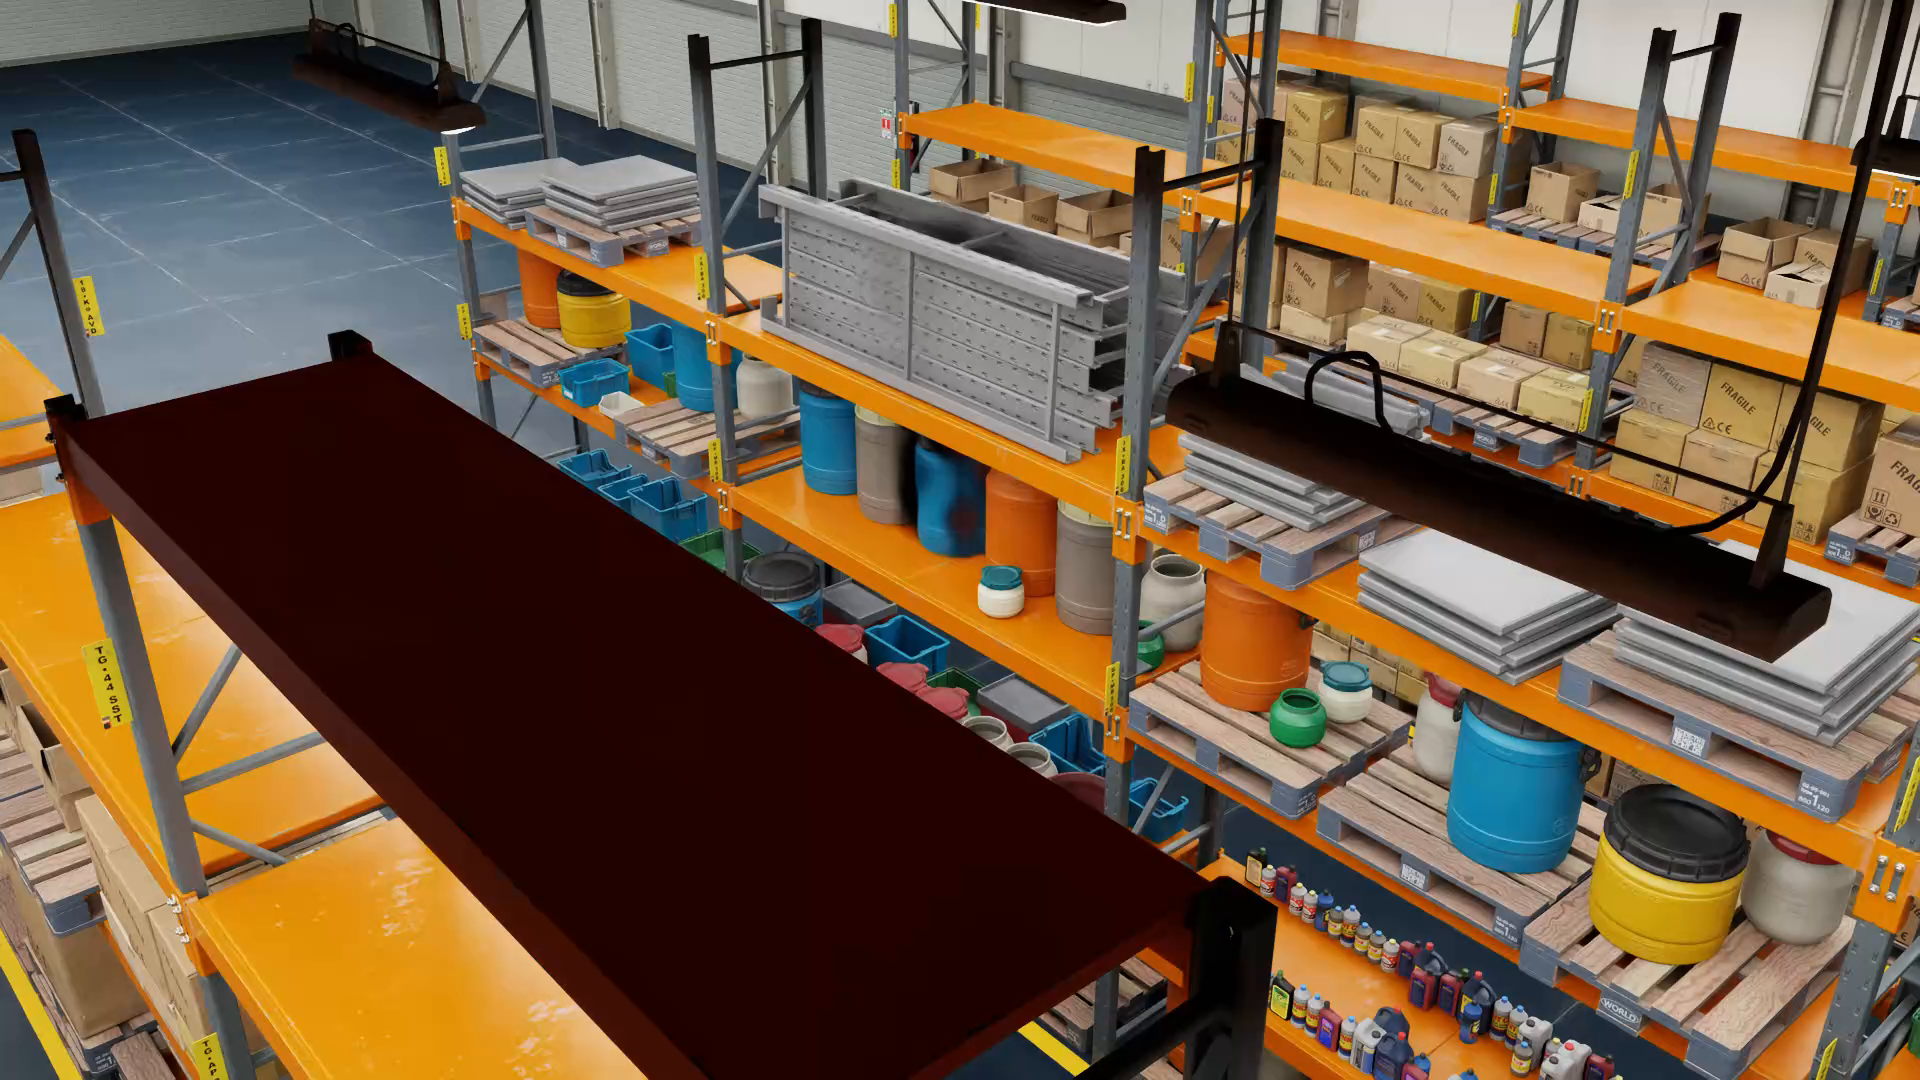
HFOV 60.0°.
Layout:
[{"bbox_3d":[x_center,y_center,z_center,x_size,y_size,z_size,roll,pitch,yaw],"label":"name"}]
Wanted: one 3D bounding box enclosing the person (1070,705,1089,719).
[{"bbox_3d":[0.949,1.293,13.355,0.817,1.532,0.635,14,30,25],"label":"person"}]
